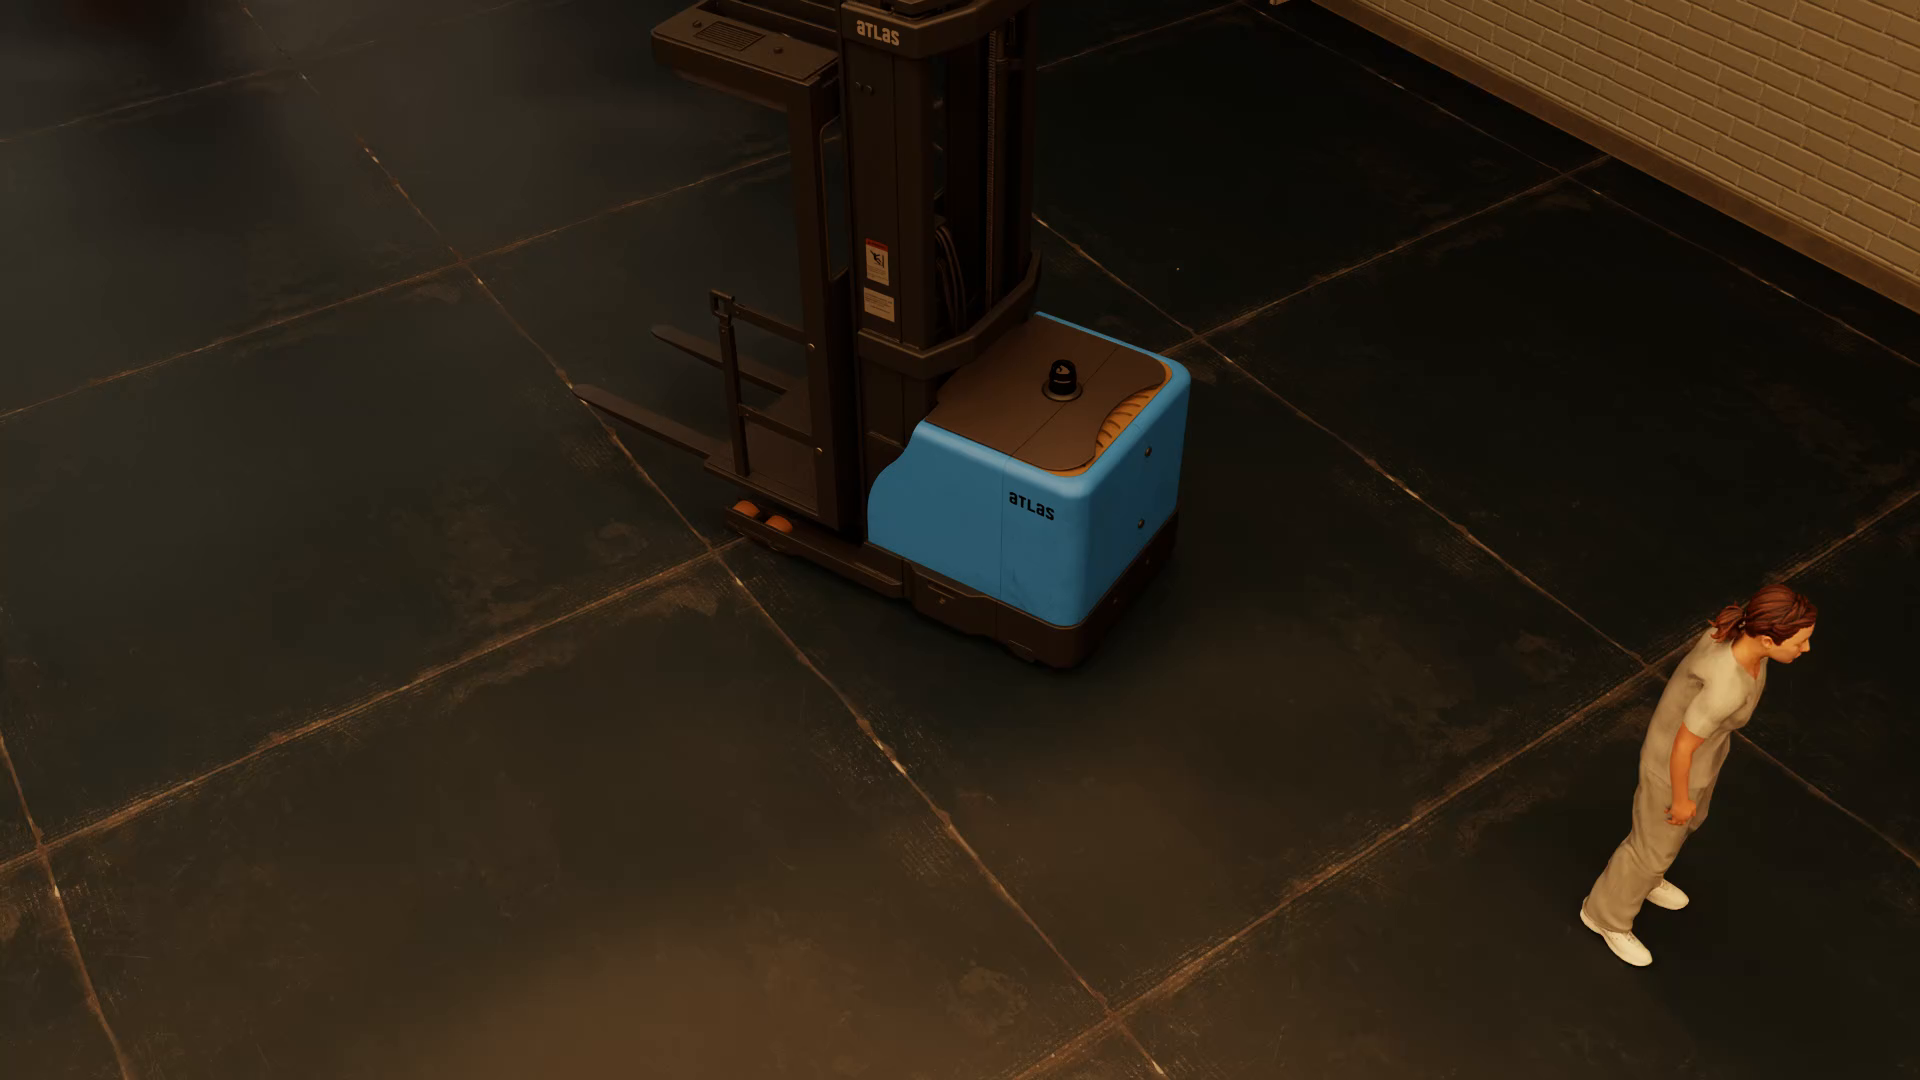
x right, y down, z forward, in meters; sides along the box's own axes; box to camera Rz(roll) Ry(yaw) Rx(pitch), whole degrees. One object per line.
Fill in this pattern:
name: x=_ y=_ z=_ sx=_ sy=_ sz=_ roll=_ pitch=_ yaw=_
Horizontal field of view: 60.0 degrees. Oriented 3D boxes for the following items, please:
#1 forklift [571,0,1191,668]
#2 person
forklift: x=-0.511 y=-1.302 z=7.129 sx=3.031 sy=2.935 sz=1.130 roll=24 pitch=48 yaw=24
person: x=2.556 y=0.782 z=5.796 sx=0.360 sy=1.672 sz=0.515 roll=27 pitch=49 yaw=26
